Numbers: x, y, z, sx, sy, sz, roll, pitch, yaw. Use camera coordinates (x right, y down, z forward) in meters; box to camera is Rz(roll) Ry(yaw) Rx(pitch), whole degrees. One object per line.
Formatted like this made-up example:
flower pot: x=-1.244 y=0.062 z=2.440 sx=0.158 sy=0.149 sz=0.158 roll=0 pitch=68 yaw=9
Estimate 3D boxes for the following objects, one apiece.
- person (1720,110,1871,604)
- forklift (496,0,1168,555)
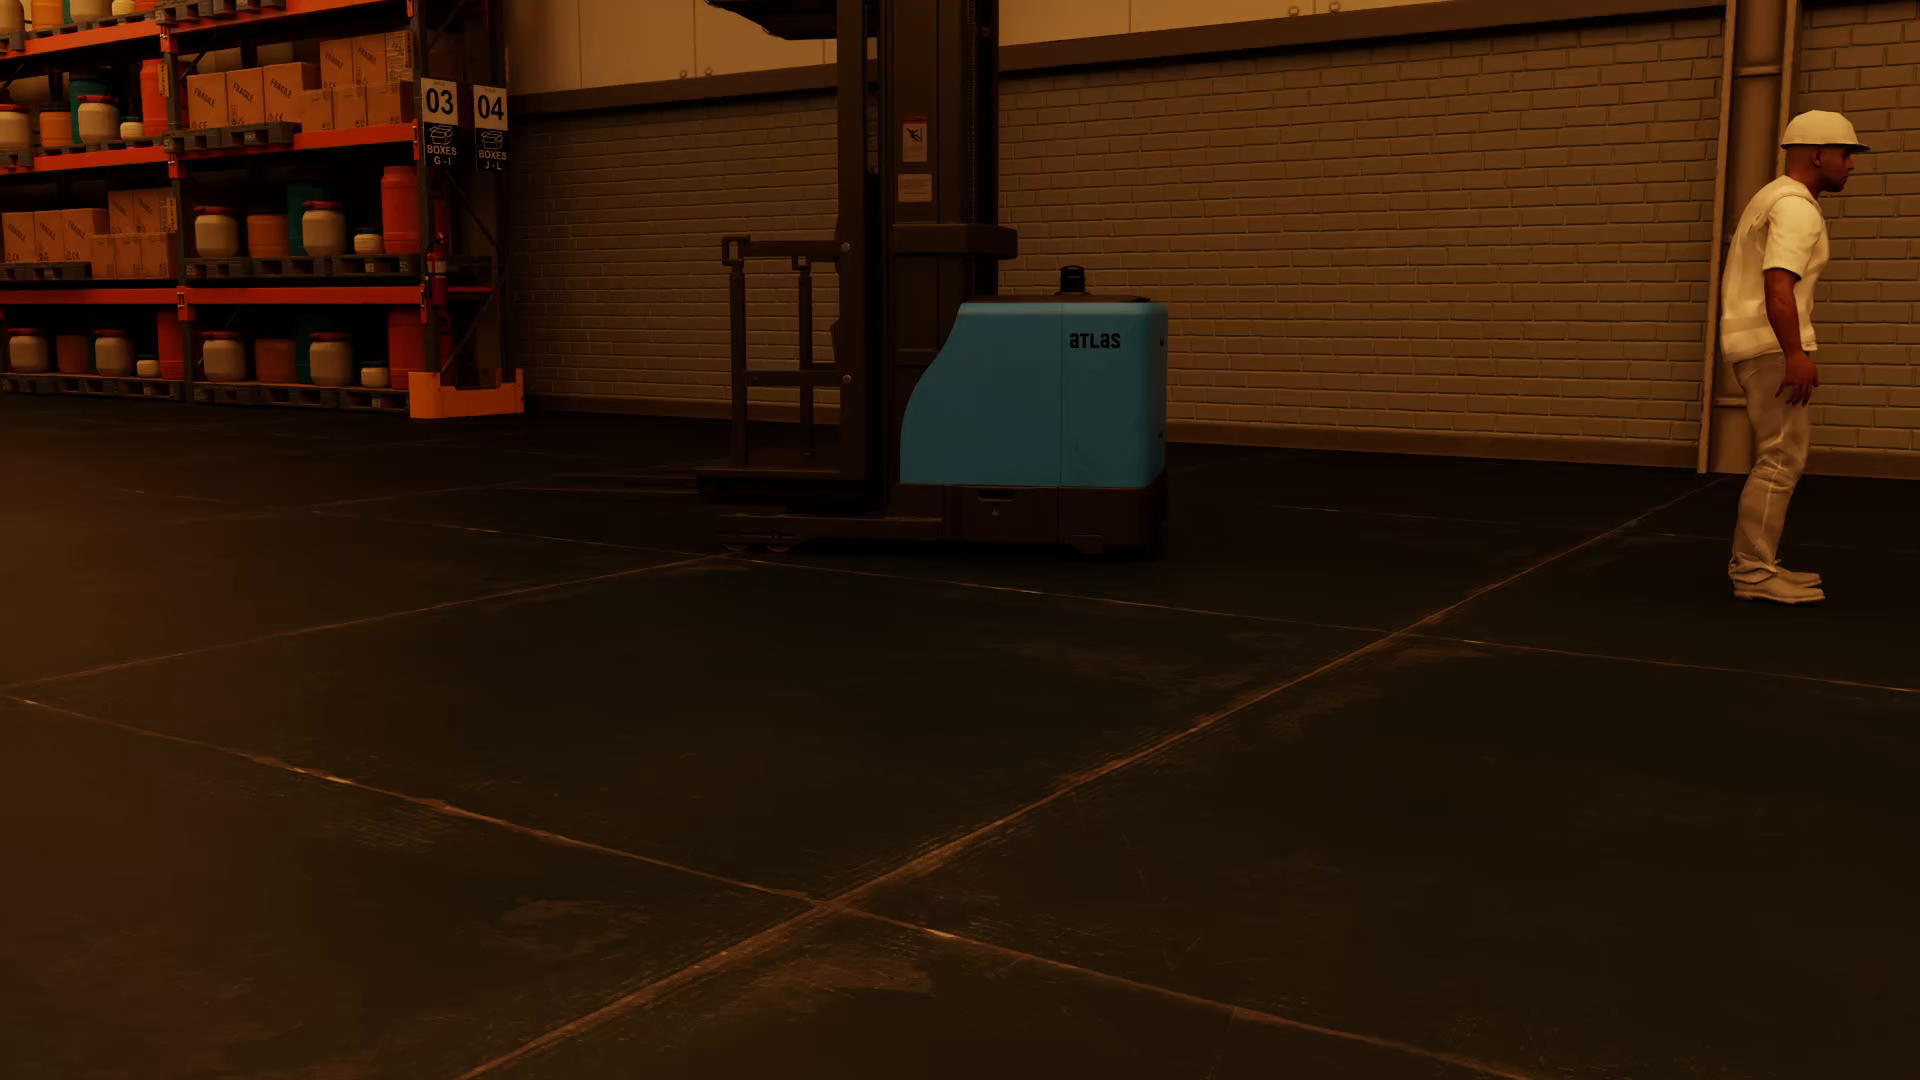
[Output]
person: x=3.027 y=-0.673 z=6.098 sx=0.456 sy=1.760 sz=0.635 roll=3 pitch=9 yaw=23
forklift: x=-0.596 y=-1.469 z=7.520 sx=3.031 sy=2.935 sz=1.130 roll=2 pitch=8 yaw=12
